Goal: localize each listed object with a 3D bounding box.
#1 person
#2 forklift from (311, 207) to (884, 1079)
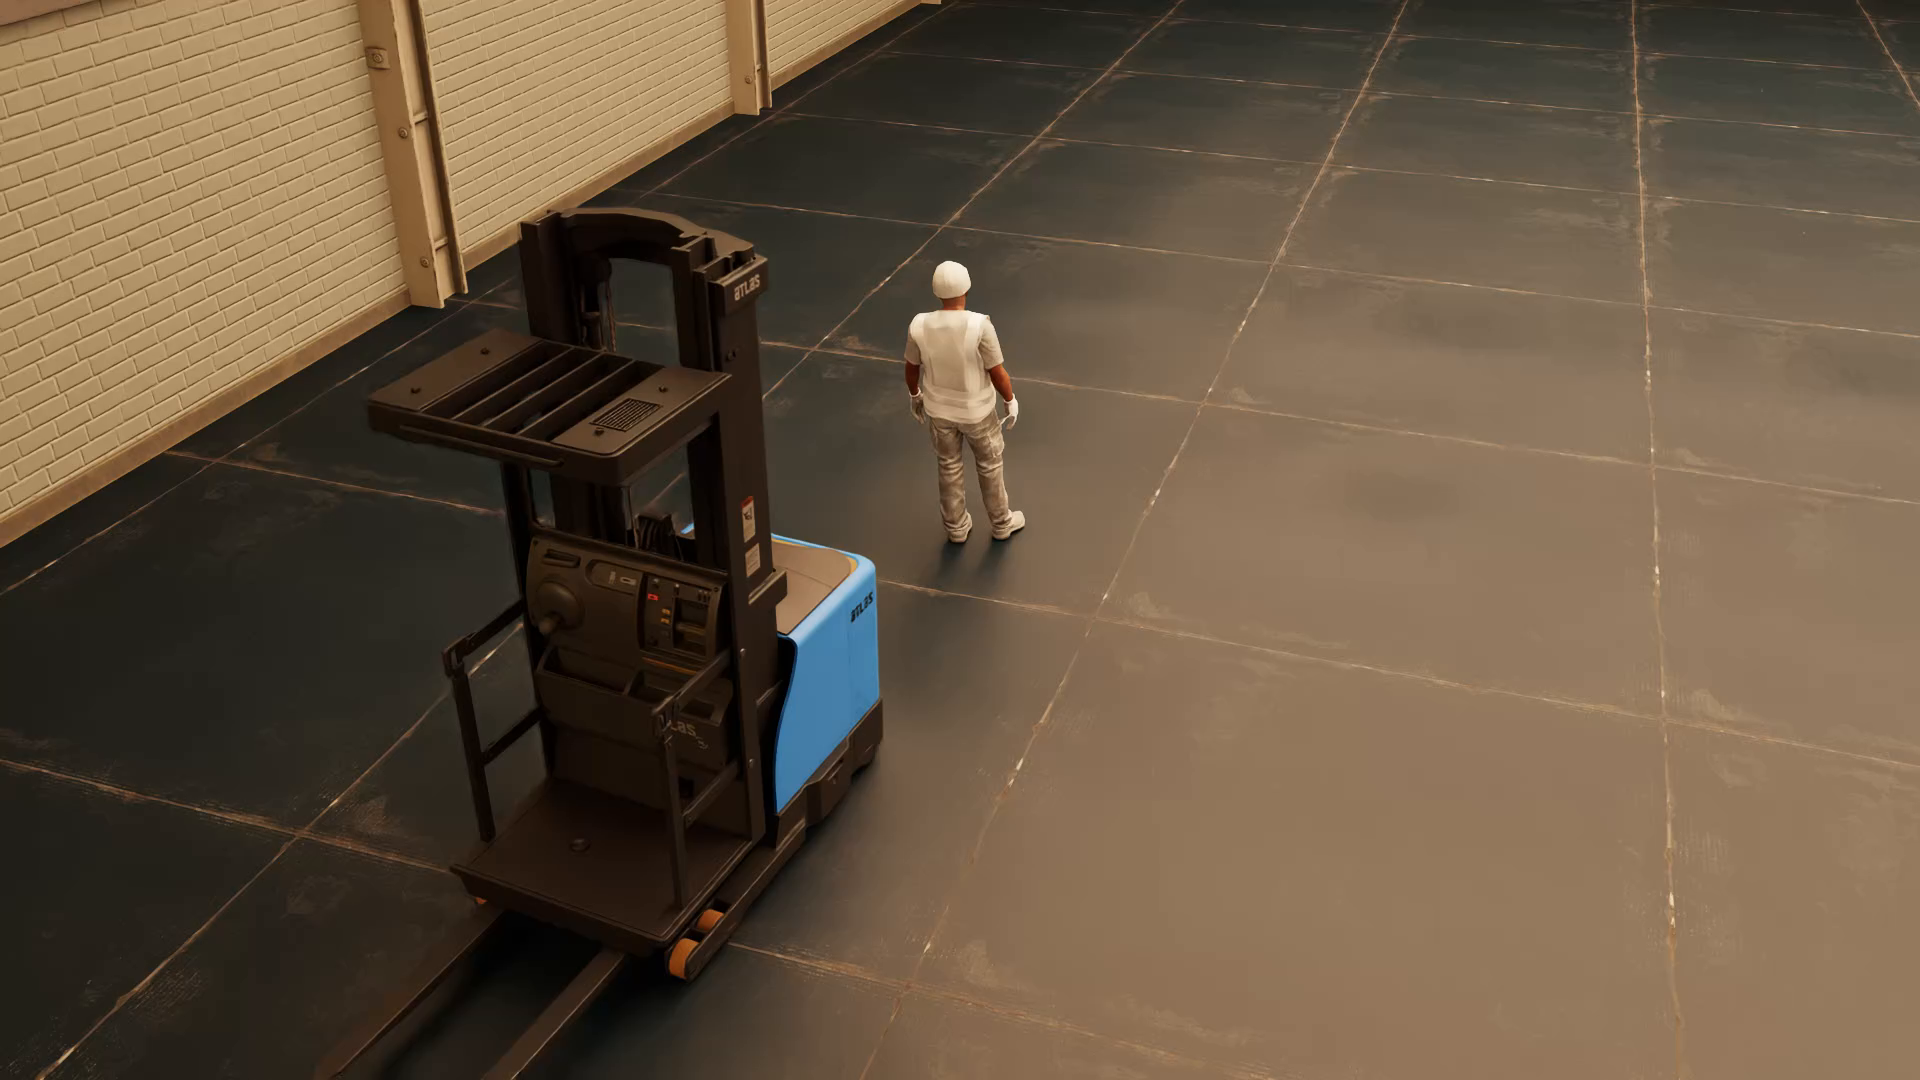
[{"bbox_3d":[0.032,-0.813,9.707,0.656,1.782,0.577,10,31,16],"label":"person"},{"bbox_3d":[-1.462,0.302,6.606,1.130,2.935,3.031,13,32,22],"label":"forklift"}]
